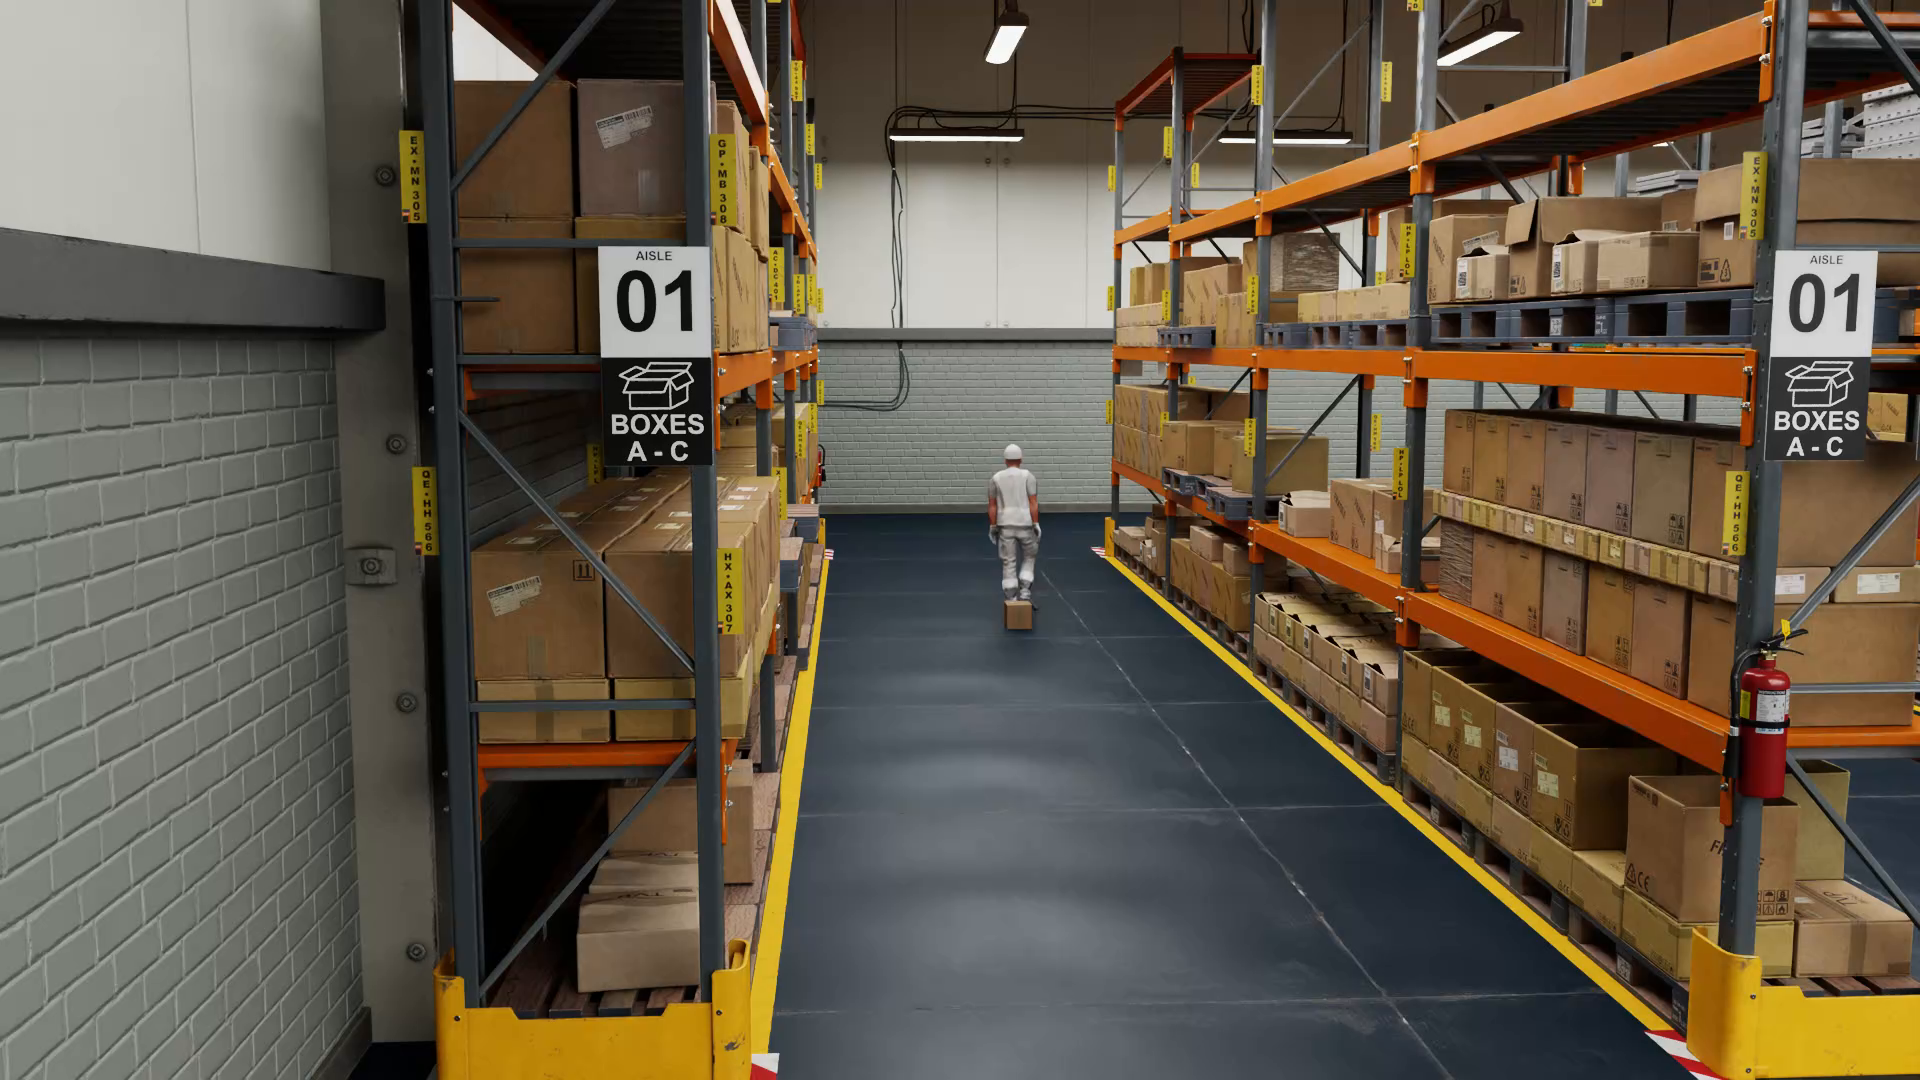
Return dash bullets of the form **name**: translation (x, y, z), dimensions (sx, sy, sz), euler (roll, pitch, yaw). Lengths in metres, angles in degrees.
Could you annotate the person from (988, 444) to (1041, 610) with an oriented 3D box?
- **person**: translation (0.575, -0.113, 17.510), dimensions (0.579, 1.785, 0.545), euler (1, 7, 7)
